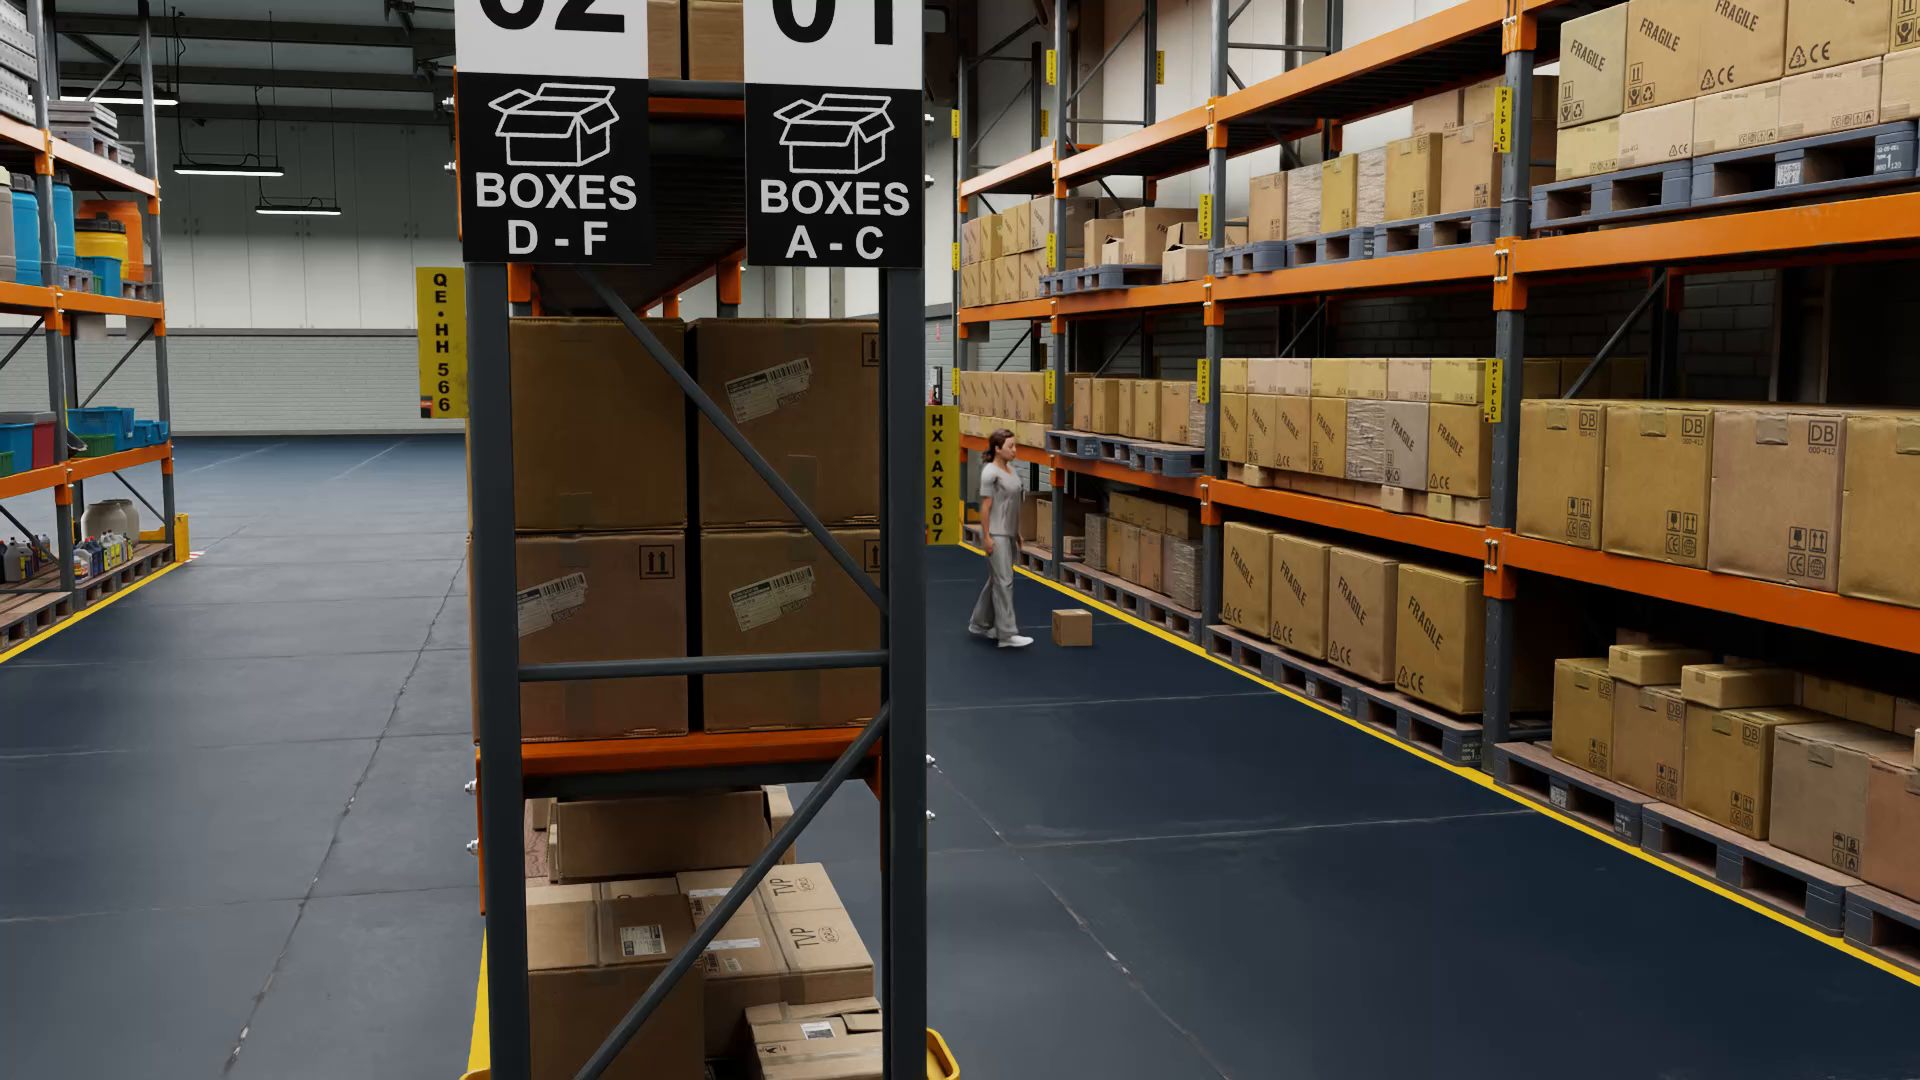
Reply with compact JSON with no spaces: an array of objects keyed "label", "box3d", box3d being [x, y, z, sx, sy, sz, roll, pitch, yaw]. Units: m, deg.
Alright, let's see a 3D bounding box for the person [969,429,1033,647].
[{"label":"person","box3d":[0.313,-0.027,12.846,0.680,1.667,0.449,3,7,28]}]
